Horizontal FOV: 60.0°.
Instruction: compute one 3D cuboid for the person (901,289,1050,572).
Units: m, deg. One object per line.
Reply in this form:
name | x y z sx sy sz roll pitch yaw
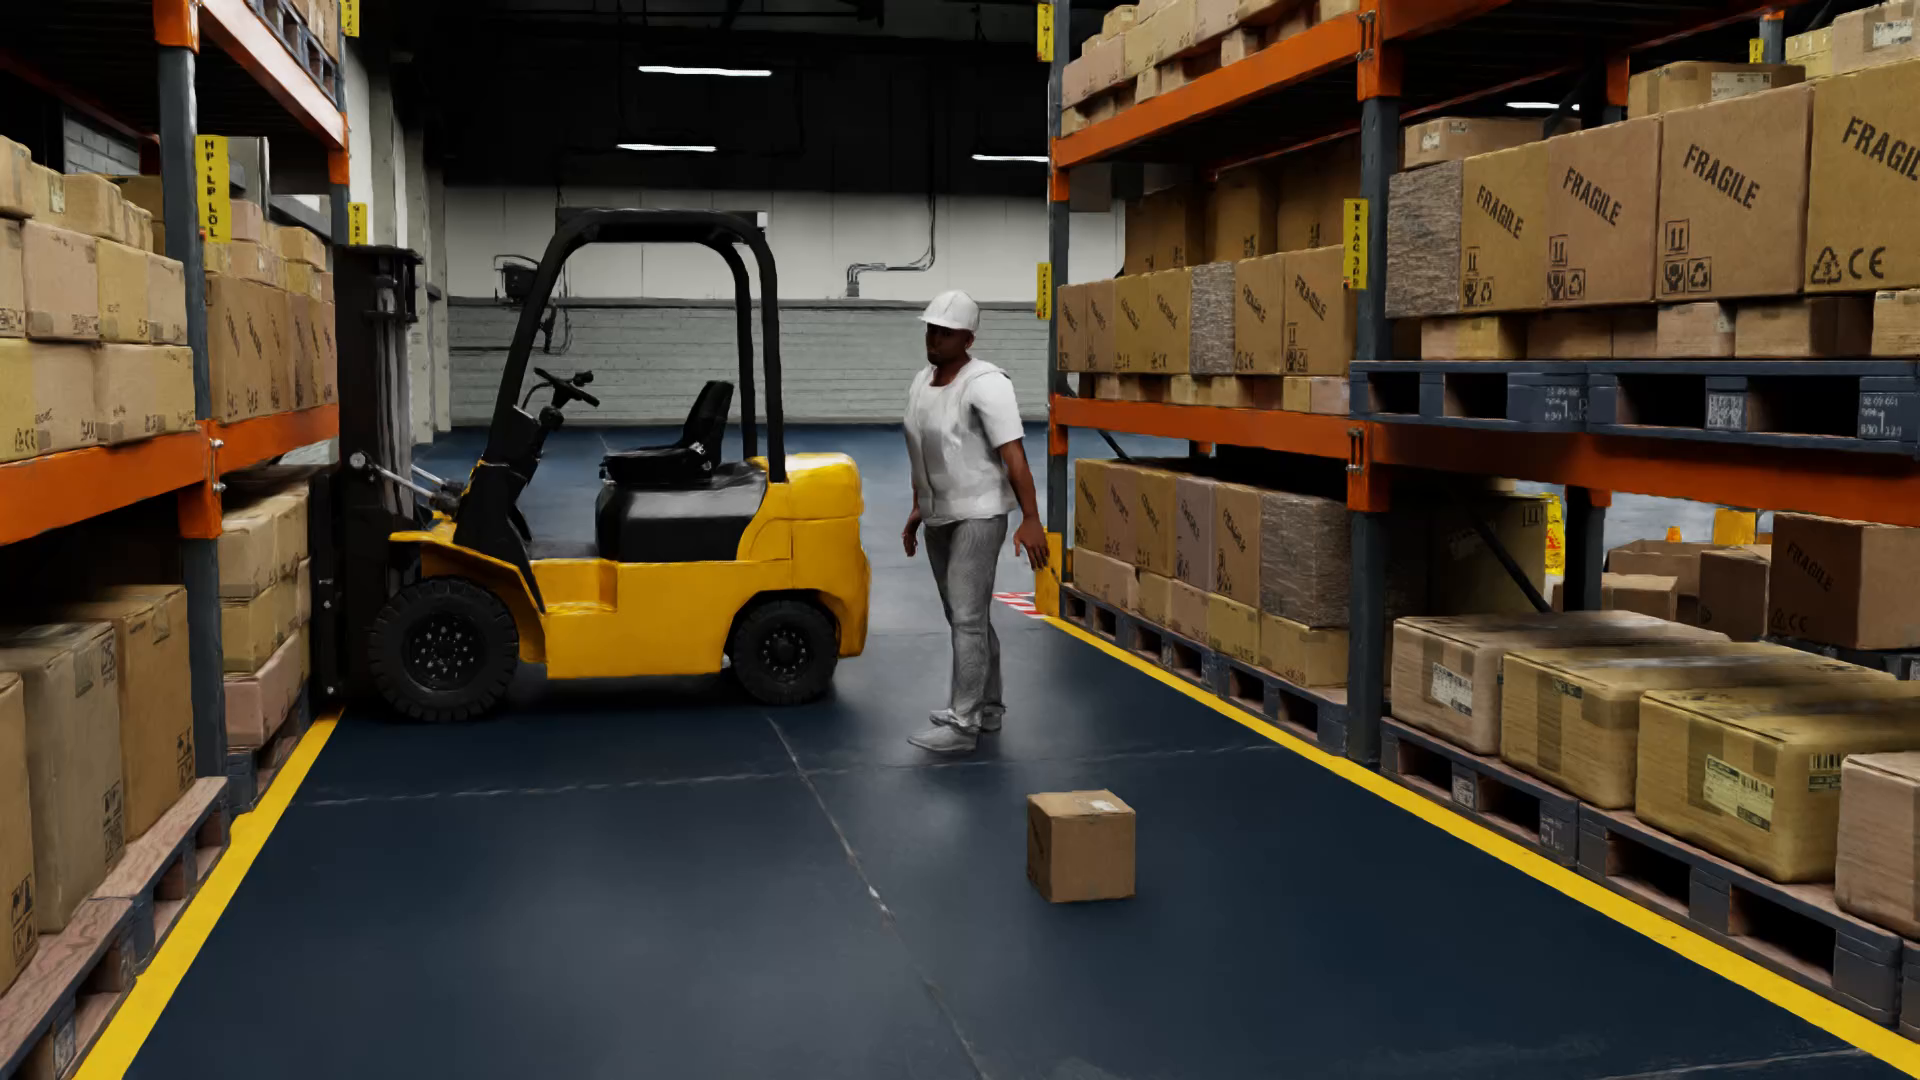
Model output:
person | 0.013 -0.427 6.338 0.414 1.047 0.732 -4 7 -36
